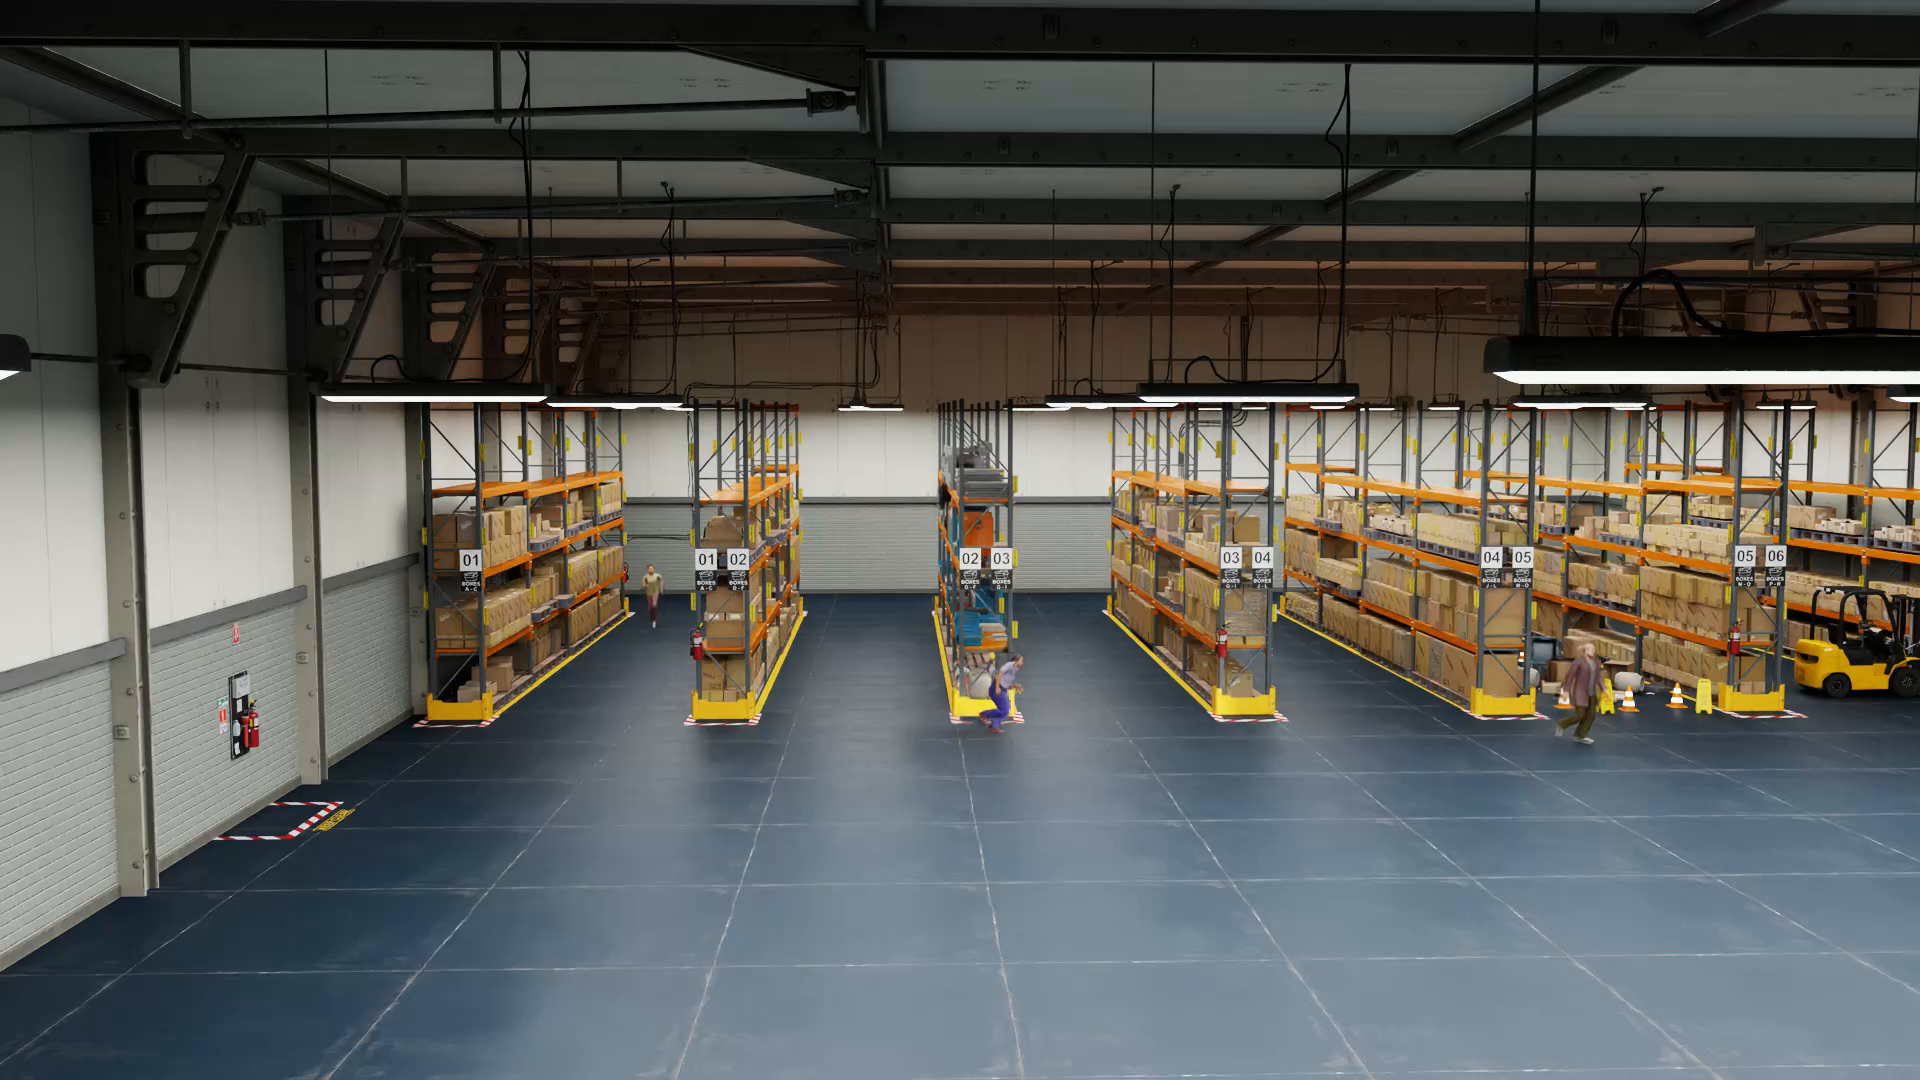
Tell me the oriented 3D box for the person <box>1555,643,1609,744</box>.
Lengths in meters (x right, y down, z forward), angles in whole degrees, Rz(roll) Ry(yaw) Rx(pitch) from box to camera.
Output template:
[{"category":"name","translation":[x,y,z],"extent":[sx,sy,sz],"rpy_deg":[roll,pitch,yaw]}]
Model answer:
[{"category":"person","translation":[10.786,2.654,28.902],"extent":[0.742,1.744,0.736],"rpy_deg":[-3,5,-31]}]

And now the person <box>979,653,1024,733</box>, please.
[{"category":"person","translation":[0.739,2.747,29.774],"extent":[0.808,1.462,0.627],"rpy_deg":[1,4,10]}]

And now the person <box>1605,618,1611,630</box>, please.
[{"category":"person","translation":[16.486,1.605,42.933],"extent":[0.699,1.727,0.893],"rpy_deg":[-1,4,-12]}]

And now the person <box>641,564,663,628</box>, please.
[{"category":"person","translation":[-8.274,1.500,44.674],"extent":[0.527,1.713,0.804],"rpy_deg":[0,4,-1]}]
